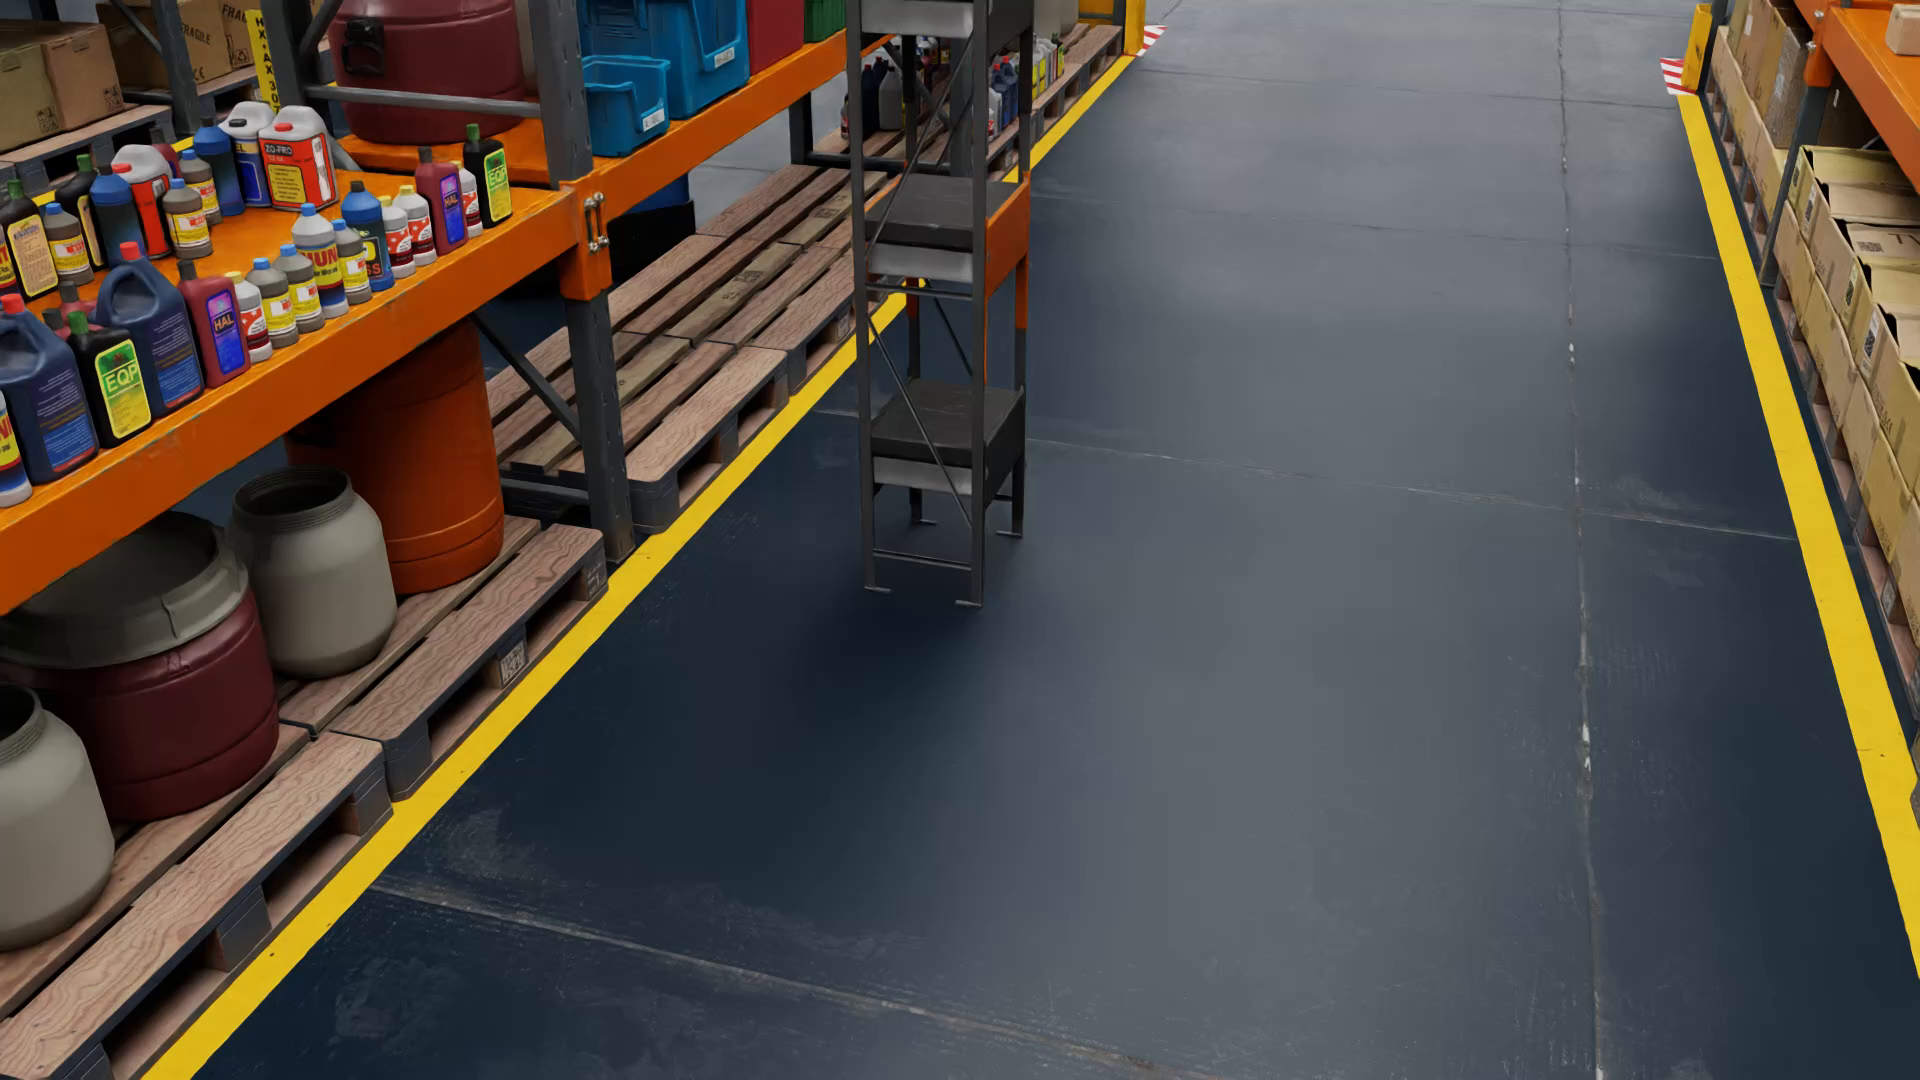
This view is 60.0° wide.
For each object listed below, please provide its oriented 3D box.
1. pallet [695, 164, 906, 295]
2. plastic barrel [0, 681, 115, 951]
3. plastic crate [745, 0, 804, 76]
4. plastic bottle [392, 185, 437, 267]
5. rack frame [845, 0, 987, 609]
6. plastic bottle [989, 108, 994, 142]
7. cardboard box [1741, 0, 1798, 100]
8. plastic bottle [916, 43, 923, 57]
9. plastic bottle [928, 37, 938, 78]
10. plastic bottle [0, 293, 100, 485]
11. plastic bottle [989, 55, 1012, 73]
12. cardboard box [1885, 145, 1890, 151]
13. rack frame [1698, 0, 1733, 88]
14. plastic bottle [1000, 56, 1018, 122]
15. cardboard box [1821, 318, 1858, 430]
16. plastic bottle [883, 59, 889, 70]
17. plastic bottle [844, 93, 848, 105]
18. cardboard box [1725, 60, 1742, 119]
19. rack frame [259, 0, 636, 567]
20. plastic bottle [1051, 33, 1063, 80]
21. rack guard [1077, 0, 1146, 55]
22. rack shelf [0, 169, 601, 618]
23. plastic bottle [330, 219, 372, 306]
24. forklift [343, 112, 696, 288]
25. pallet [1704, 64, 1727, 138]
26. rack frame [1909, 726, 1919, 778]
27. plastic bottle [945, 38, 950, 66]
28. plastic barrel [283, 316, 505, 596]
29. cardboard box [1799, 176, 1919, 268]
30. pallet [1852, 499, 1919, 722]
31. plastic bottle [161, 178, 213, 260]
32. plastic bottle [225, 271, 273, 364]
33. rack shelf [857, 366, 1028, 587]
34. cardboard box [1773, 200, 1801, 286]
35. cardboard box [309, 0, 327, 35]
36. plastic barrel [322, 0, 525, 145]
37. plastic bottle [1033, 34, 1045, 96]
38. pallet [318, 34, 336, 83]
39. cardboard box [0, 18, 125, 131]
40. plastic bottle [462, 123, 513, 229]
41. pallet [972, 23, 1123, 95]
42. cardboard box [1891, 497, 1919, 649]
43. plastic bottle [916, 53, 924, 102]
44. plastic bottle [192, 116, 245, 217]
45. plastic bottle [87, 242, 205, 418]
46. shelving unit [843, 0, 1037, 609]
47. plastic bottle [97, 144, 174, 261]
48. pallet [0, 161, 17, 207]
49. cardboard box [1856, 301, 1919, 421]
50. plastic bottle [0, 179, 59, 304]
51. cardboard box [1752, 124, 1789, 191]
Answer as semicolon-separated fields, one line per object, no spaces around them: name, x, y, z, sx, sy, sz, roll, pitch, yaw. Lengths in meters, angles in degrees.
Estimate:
pallet;-0.624;-1.591;8.393;1.003;0.211;1.213;8;30;15
plastic barrel;-2.144;0.612;3.691;0.421;0.512;0.421;0;29;0
plastic crate;-0.838;-2.056;6.295;0.402;0.464;0.583;8;30;15
plastic bottle;-1.435;-0.827;4.356;0.097;0.201;0.097;0;29;0
rack frame;-0.120;-0.727;4.897;0.400;2.100;0.015;8;30;15
plastic bottle;0.142;-2.329;9.278;0.097;0.201;0.097;0;29;0
cardboard box;4.665;-2.726;9.189;0.500;0.500;0.500;8;30;15
plastic bottle;-0.276;-2.941;10.305;0.097;0.271;0.097;0;29;0
plastic bottle;-0.187;-3.081;10.558;0.097;0.271;0.097;0;29;0
plastic bottle;-1.831;-0.304;3.261;0.144;0.351;0.185;8;30;15
plastic bottle;0.234;-2.793;10.034;0.152;0.276;0.135;8;30;15
cardboard box;4.878;-2.185;8.218;0.500;0.500;0.500;8;30;15
rack frame;5.477;-4.330;10.449;1.000;3.000;0.127;8;30;15
plastic bottle;0.258;-2.618;9.643;0.144;0.351;0.185;7;30;13
cardboard box;3.497;-0.586;6.115;0.500;0.250;0.500;9;30;16
plastic bottle;-0.453;-2.696;9.853;0.061;0.283;0.133;11;31;18
plastic bottle;-0.605;-2.456;9.421;0.061;0.283;0.133;10;31;17
cardboard box;4.817;-2.630;9.788;0.500;0.250;0.500;8;30;15
rack frame;-1.605;-1.321;5.039;1.000;3.000;0.127;8;30;15
plastic bottle;0.607;-3.071;10.527;0.061;0.283;0.133;9;30;16
rack guard;0.766;-3.904;12.254;1.175;0.500;0.348;8;30;15
rack shelf;-2.192;-0.077;3.543;1.077;0.370;4.000;8;30;15
plastic bottle;-1.520;-0.691;4.112;0.097;0.201;0.097;0;29;0
forklift;-2.536;-3.117;8.339;1.130;2.935;3.031;-18;34;-29
pallet;5.293;-2.750;10.477;1.003;0.211;1.213;8;30;15
rack frame;3.129;-0.612;3.765;1.000;3.000;0.127;8;30;15
plastic bottle;-0.087;-3.241;10.844;0.097;0.271;0.097;0;29;0
plastic barrel;-1.732;-0.326;5.052;0.600;0.830;0.708;8;30;15
cardboard box;3.792;-1.310;6.839;0.500;0.311;0.500;8;30;14
pallet;3.408;0.229;5.121;1.003;0.211;1.213;8;30;15
plastic bottle;-2.052;-0.855;4.406;0.097;0.201;0.097;0;29;0
plastic bottle;-1.635;-0.510;3.786;0.097;0.201;0.097;0;29;0
rack shelf;-0.049;-0.217;5.448;0.431;0.518;0.480;8;30;15
cardboard box;3.948;-1.301;7.400;0.500;0.250;0.500;8;30;14
cardboard box;-4.742;-3.725;11.500;0.500;0.500;0.500;6;30;10
plastic barrel;-1.758;-1.639;5.471;0.600;0.536;0.708;8;30;15
plastic bottle;0.438;-2.902;10.154;0.144;0.351;0.185;10;31;17
pallet;-4.646;-3.554;11.922;1.003;0.211;1.213;8;30;15
cardboard box;-5.366;-2.704;9.644;0.700;0.500;0.500;6;30;11
plastic bottle;-1.316;-1.021;4.620;0.061;0.283;0.133;8;30;15
pallet;0.523;-3.401;11.647;1.003;0.211;1.213;8;30;15
cardboard box;3.051;0.126;4.834;0.500;0.250;0.500;9;30;16
plastic bottle;-0.261;-2.762;9.971;0.061;0.283;0.133;8;30;15
plastic bottle;-2.101;-1.060;4.702;0.097;0.271;0.097;0;29;0
plastic bottle;-1.738;-0.451;3.527;0.144;0.351;0.185;8;30;15
shelving unit;-0.049;-0.841;5.101;0.431;2.100;0.503;8;30;15
plastic bottle;-2.177;-0.897;4.404;0.152;0.276;0.135;8;30;15
pallet;-5.749;-1.737;8.656;1.003;0.211;1.213;8;30;15
cardboard box;3.345;-0.595;5.553;0.500;0.311;0.500;8;30;15
plastic bottle;-2.327;-0.737;4.109;0.061;0.283;0.133;8;30;15
cardboard box;4.387;-1.931;8.532;0.500;0.250;0.500;8;30;15
